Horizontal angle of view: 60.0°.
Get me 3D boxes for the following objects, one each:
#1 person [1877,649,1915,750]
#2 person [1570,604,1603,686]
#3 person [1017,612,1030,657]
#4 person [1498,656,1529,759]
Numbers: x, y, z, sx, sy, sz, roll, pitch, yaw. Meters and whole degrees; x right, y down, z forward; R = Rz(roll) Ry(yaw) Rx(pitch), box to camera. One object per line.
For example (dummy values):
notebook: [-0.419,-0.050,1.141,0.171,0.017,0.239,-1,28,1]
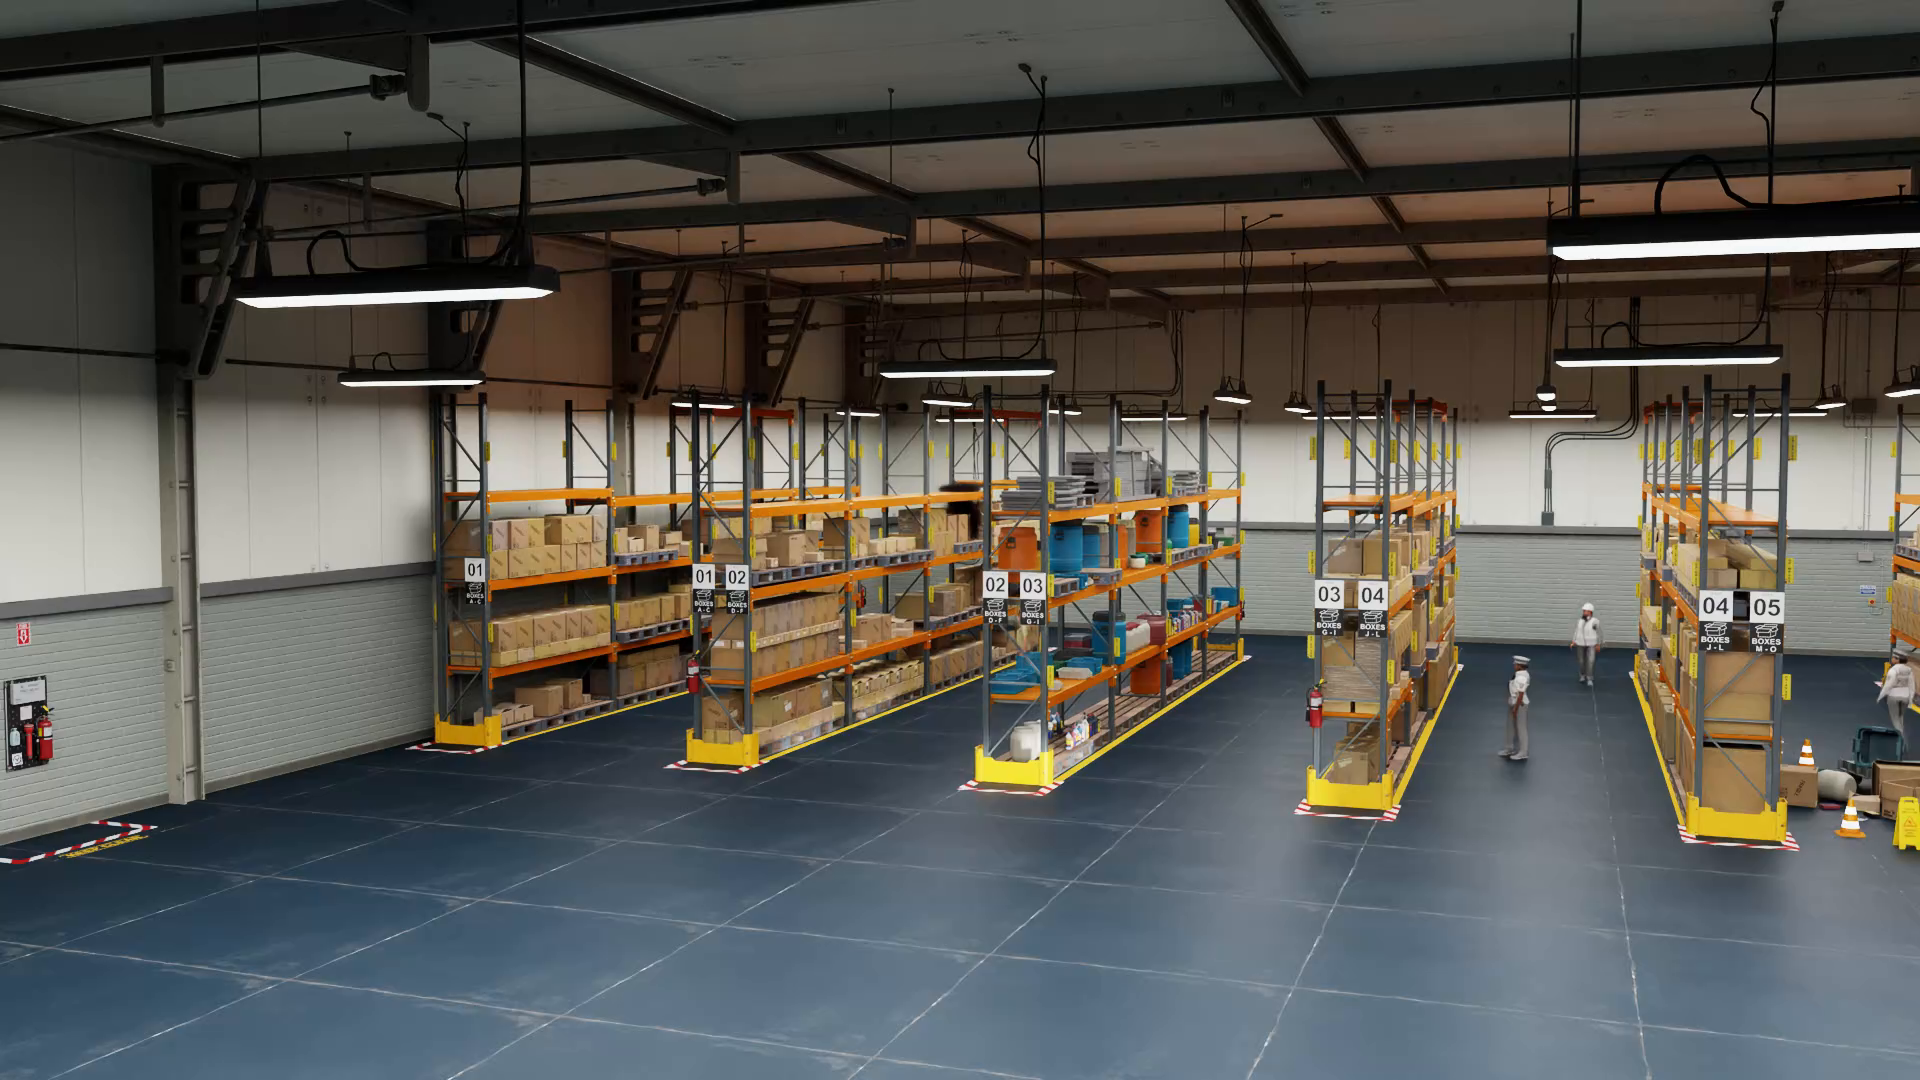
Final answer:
person: [15.684,2.682,27.821,0.549,1.718,0.643,0,3,5]
person: [13.404,2.221,35.579,0.640,1.715,1.018,1,3,22]
person: [1.244,2.251,33.392,0.416,1.677,0.482,0,3,7]
person: [9.050,2.720,27.134,0.427,1.662,0.490,0,3,-1]
